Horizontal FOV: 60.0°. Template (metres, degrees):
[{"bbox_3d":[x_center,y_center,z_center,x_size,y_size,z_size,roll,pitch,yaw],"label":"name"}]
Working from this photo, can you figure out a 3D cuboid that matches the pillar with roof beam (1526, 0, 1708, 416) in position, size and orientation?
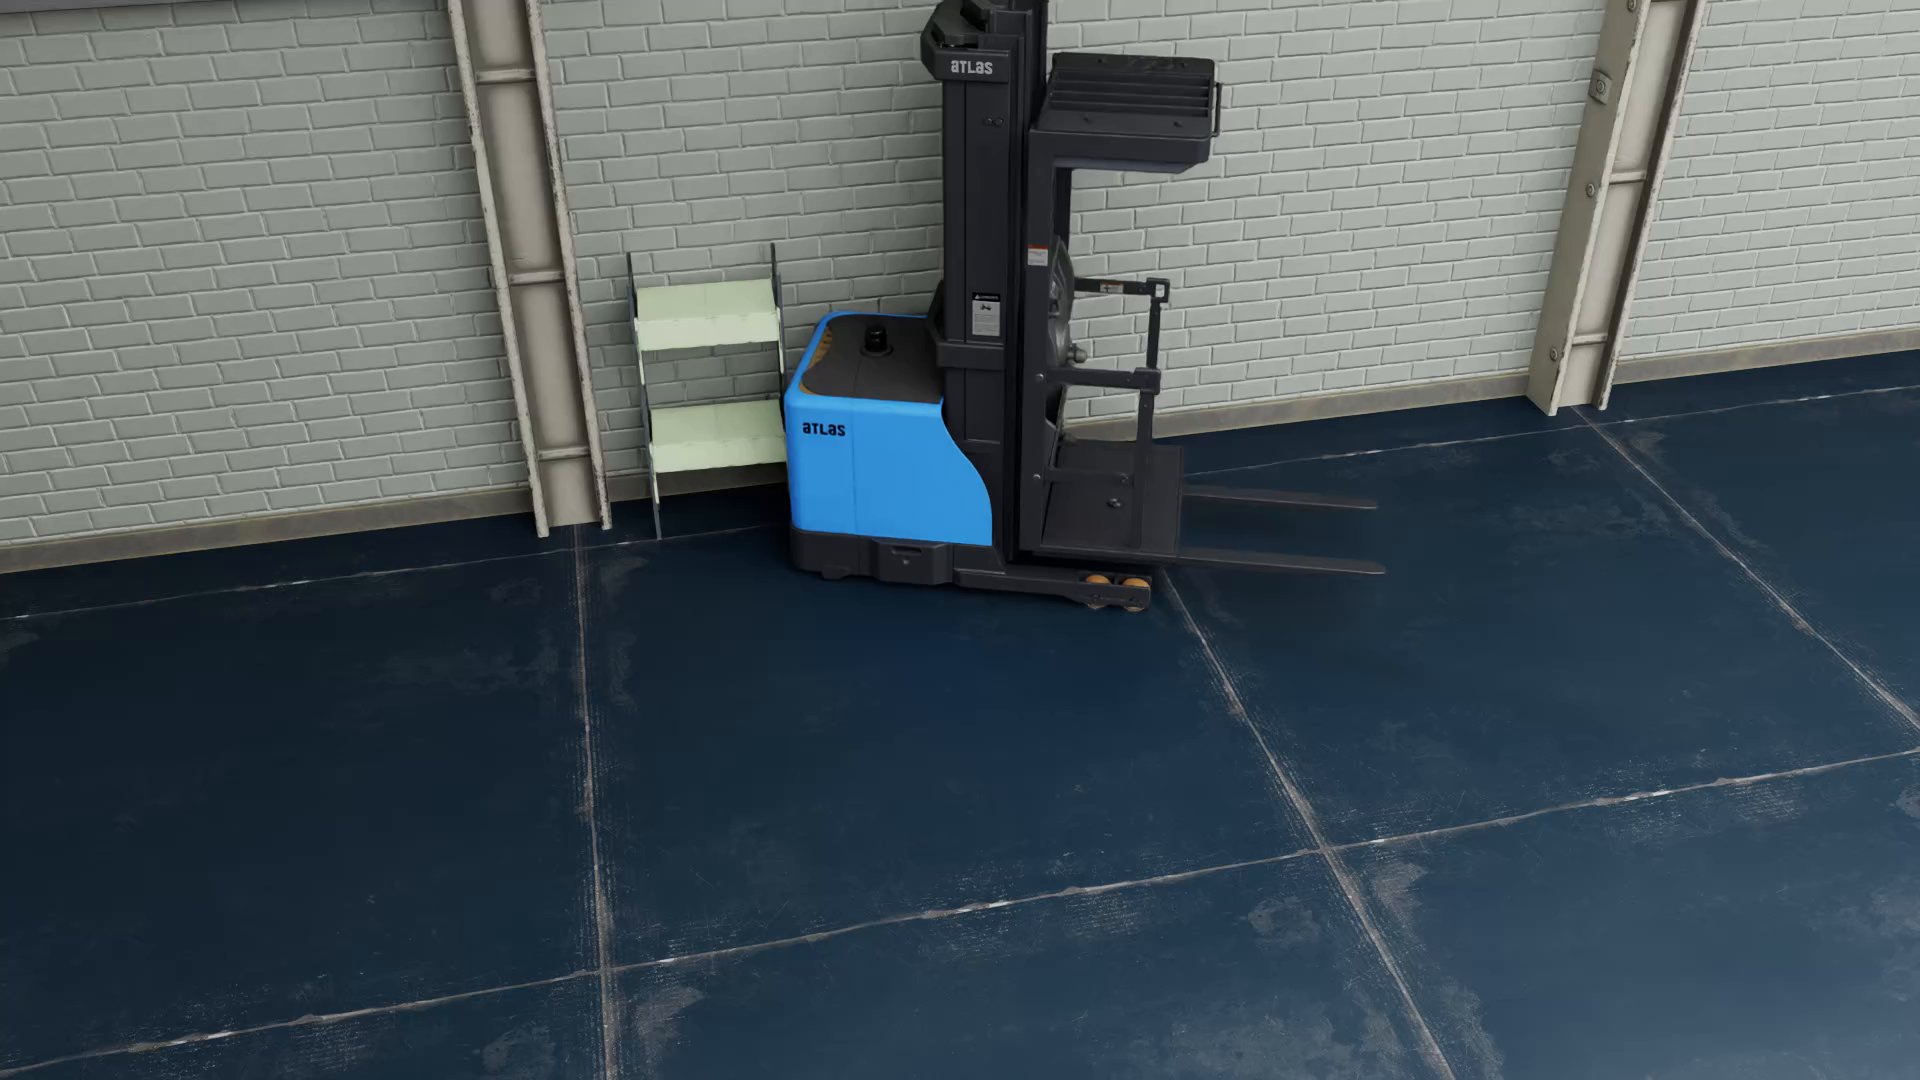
[{"bbox_3d":[4.679,-2.257,4.261,0.400,9.000,9.100,-7,35,-11],"label":"pillar with roof beam"}]

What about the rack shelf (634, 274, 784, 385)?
[{"bbox_3d":[-1.294,-1.089,8.549,0.720,0.370,0.431,-5,34,-8],"label":"rack shelf"}]

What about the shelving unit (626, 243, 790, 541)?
[{"bbox_3d":[-1.294,-0.764,8.766,0.755,1.500,0.431,-5,34,-8],"label":"shelving unit"}]

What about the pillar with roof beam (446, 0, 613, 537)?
[{"bbox_3d":[-1.174,-1.519,3.162,0.400,9.000,9.100,-7,35,-11],"label":"pillar with roof beam"}]

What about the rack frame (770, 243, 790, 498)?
[{"bbox_3d":[-0.933,-0.799,8.818,0.023,1.500,0.400,-5,34,-8],"label":"rack frame"}]

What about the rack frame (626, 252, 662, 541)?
[{"bbox_3d":[-1.655,-0.730,8.715,0.023,1.500,0.400,-5,34,-8],"label":"rack frame"}]

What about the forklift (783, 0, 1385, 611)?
[{"bbox_3d":[0.680,-1.173,8.091,3.031,2.935,1.130,5,34,7],"label":"forklift"}]

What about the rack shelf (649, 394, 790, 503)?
[{"bbox_3d":[-1.294,-0.494,8.948,0.720,0.370,0.431,-5,34,-8],"label":"rack shelf"}]
